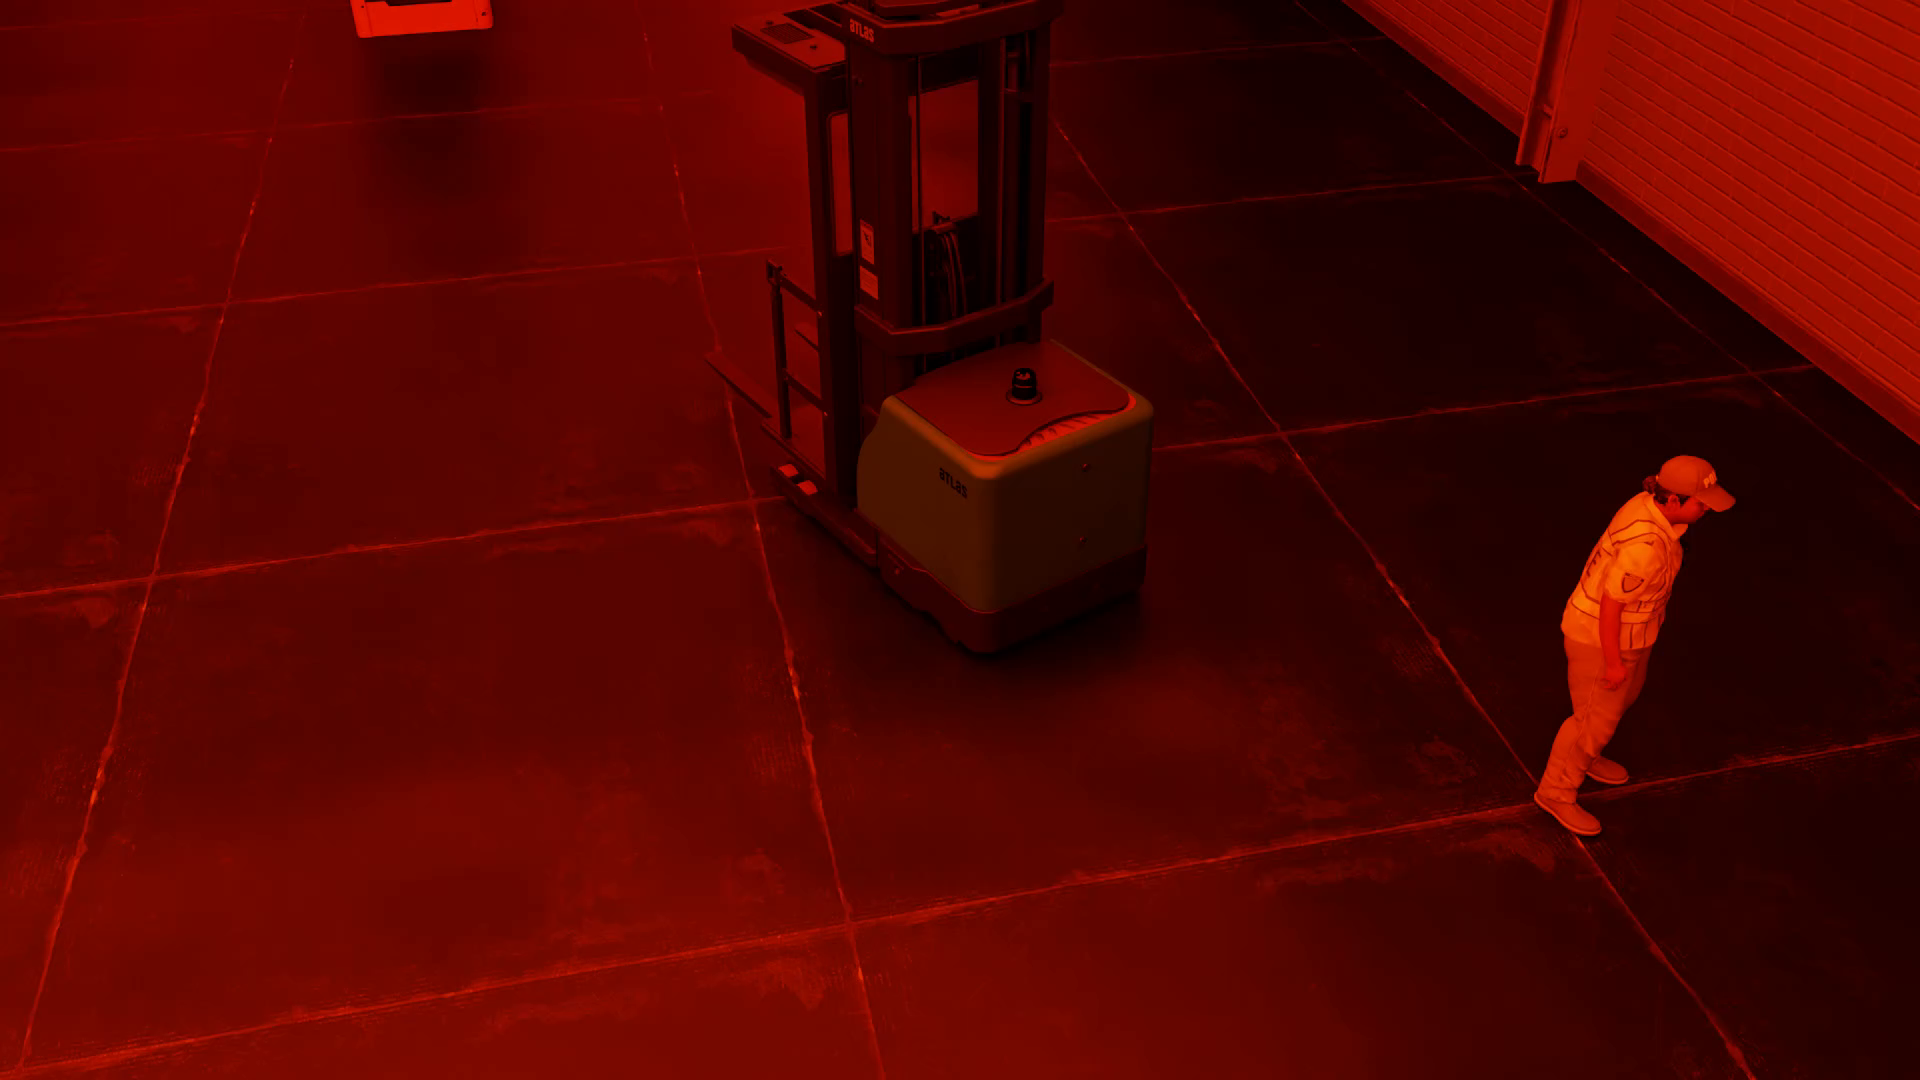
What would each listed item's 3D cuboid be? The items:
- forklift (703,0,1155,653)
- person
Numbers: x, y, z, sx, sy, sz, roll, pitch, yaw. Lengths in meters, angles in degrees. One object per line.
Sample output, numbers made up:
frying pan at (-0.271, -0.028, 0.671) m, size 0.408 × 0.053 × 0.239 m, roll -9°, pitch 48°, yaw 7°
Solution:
forklift at (-0.350, -1.480, 8.107) m, size 1.130 × 2.935 × 3.031 m, roll -22°, pitch 41°, yaw -28°
person at (2.637, 0.380, 6.607) m, size 0.463 × 1.667 × 0.564 m, roll 21°, pitch 41°, yaw 26°
